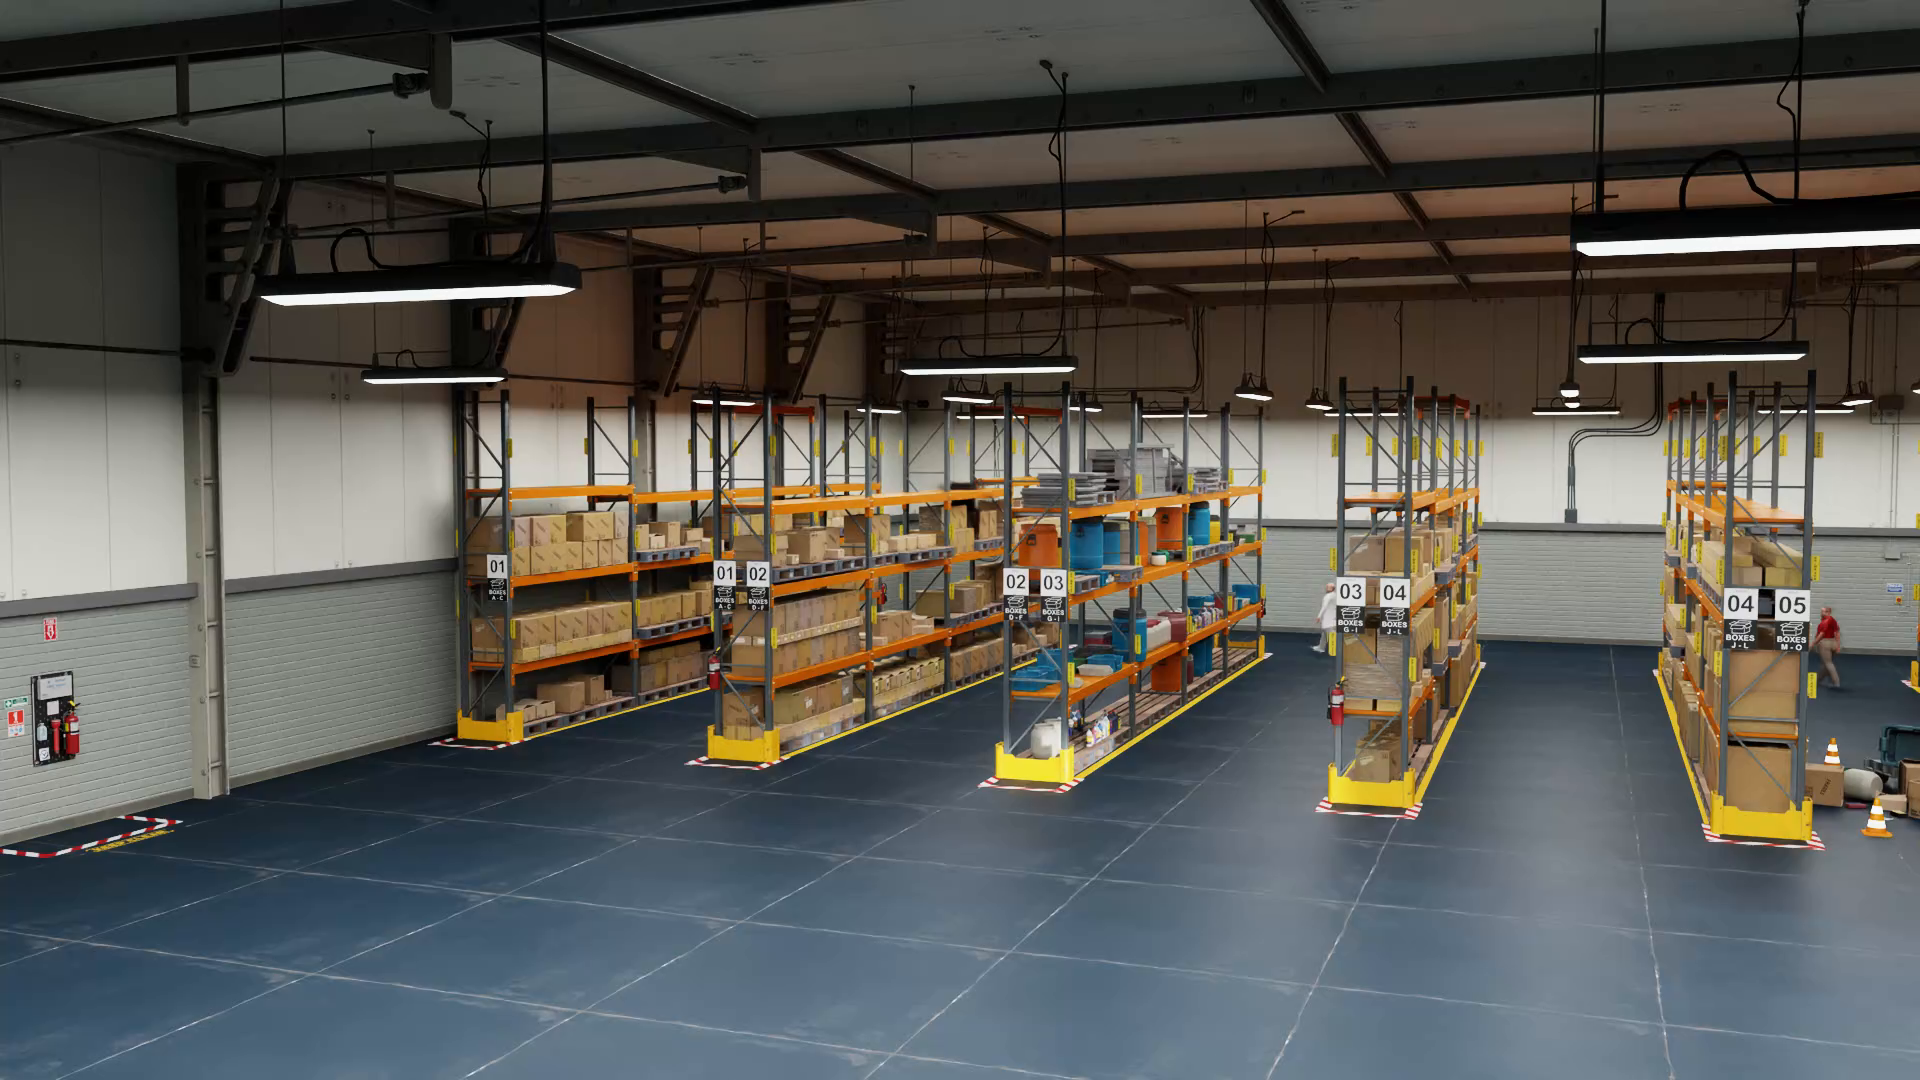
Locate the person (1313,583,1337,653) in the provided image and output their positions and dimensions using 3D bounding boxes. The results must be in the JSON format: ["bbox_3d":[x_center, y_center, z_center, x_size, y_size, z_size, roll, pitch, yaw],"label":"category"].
[{"bbox_3d":[8.968,1.913,40.405,0.686,1.739,1.140,-2,4,-35],"label":"person"}]

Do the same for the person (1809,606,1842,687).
[{"bbox_3d":[18.107,2.216,34.866,0.695,1.677,0.979,-1,3,-16],"label":"person"}]
